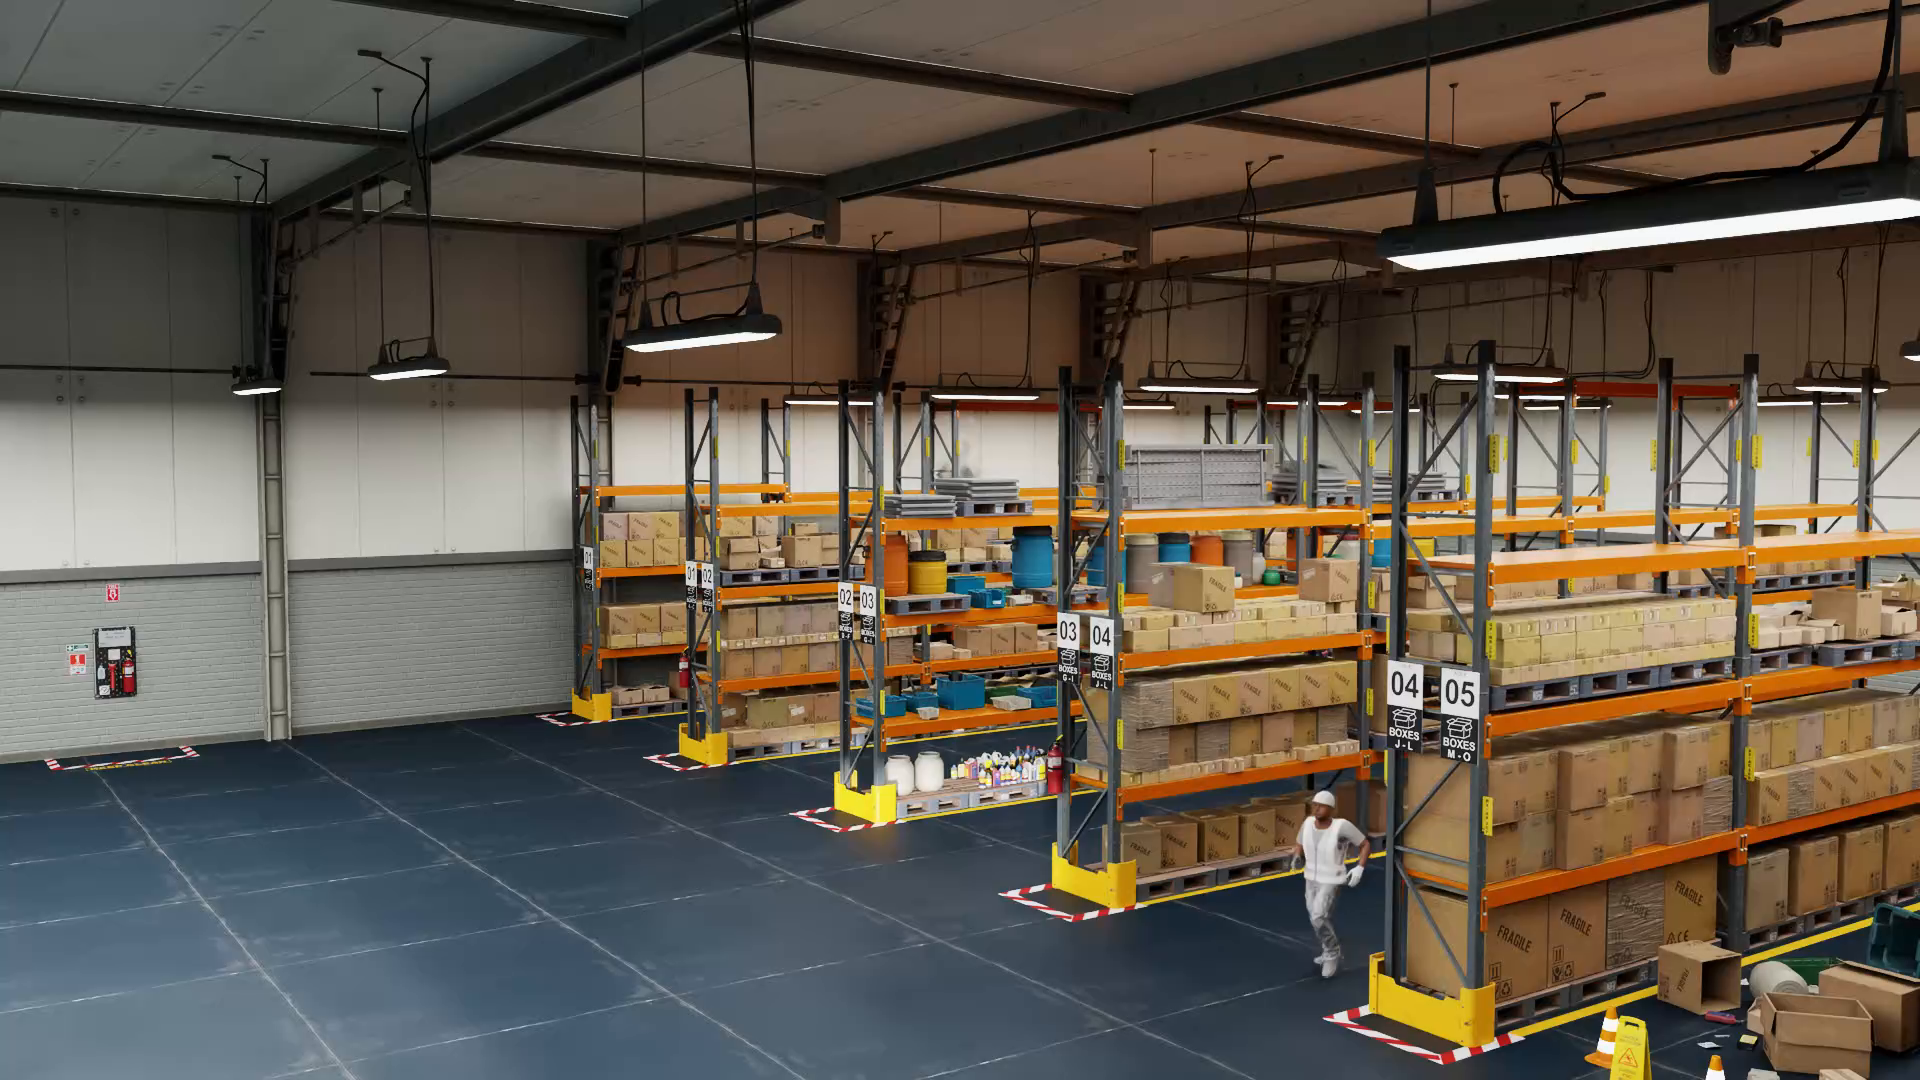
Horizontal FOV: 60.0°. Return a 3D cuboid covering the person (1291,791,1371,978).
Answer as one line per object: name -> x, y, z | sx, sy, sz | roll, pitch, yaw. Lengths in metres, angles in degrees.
person -> 3.518, 3.322, 16.057 | 0.699, 1.806, 0.713 | -3, 4, -40
